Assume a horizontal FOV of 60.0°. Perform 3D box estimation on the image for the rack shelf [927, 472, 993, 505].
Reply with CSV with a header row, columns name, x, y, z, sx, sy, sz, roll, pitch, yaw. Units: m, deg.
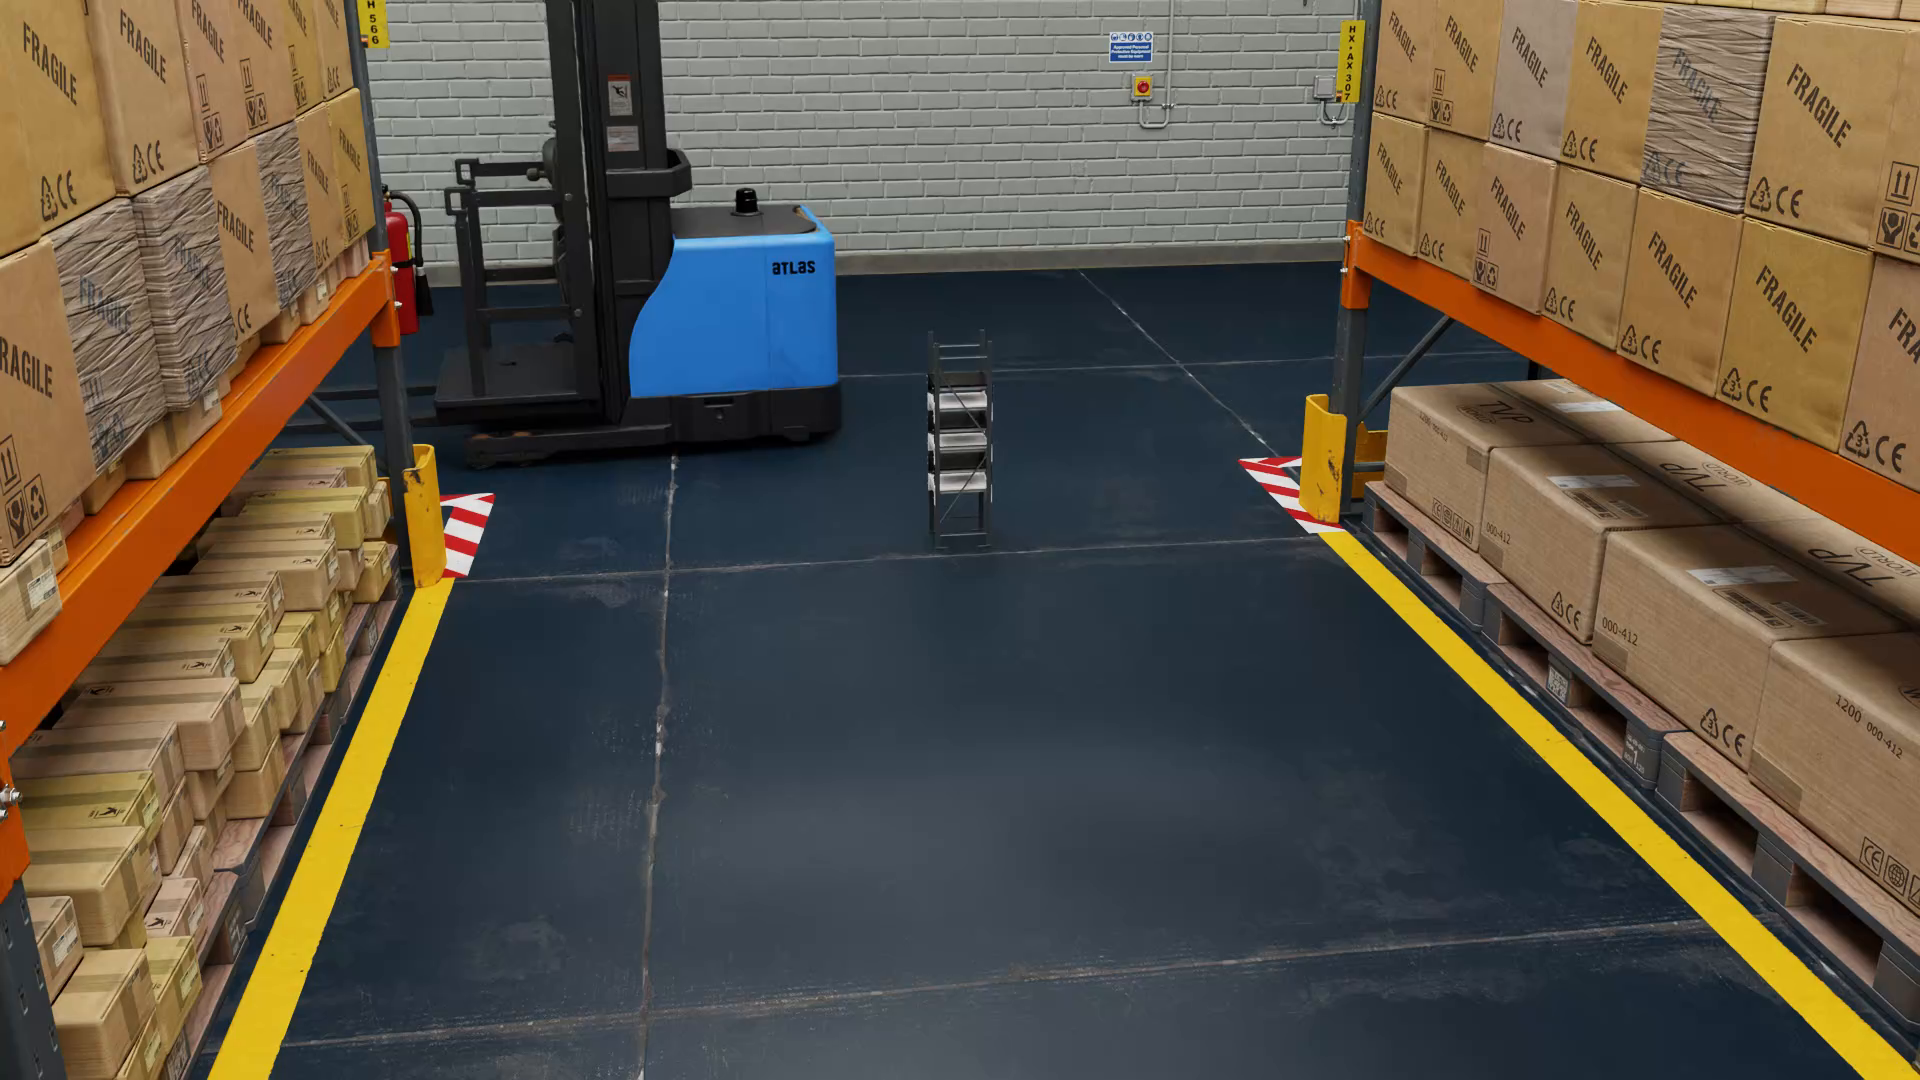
name,x,y,z,sx,sy,sz,roll,pitch,yaw
rack shelf,-0.001,-0.225,7.141,0.258,0.077,0.200,-3,21,-8

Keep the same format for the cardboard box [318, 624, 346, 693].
name,x,y,z,sx,sy,sz,roll,pitch,yaw
cardboard box,-2.204,0.389,5.362,0.380,0.149,0.250,-4,21,-10

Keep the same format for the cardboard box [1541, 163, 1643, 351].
name,x,y,z,sx,sy,sz,roll,pitch,yaw
cardboard box,2.190,-0.899,5.193,0.500,0.500,0.500,-2,21,-6

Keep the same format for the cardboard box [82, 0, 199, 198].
name,x,y,z,sx,sy,sz,roll,pitch,yaw
cardboard box,-2.103,-1.064,3.782,0.500,0.500,0.500,-3,21,-7

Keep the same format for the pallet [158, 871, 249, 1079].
name,x,y,z,sx,sy,sz,roll,pitch,yaw
pallet,-2.279,1.189,3.731,1.003,0.211,1.213,-3,21,-8

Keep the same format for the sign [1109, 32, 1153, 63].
name,x,y,z,sx,sy,sz,roll,pitch,yaw
sign,1.268,-3.653,12.322,0.327,0.218,0.001,-3,21,-8

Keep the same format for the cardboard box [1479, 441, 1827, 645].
name,x,y,z,sx,sy,sz,roll,pitch,yaw
cardboard box,2.495,-0.013,6.025,0.875,0.438,0.875,-2,21,-6

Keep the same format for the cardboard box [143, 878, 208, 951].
name,x,y,z,sx,sy,sz,roll,pitch,yaw
cardboard box,-2.007,0.934,3.902,0.380,0.149,0.250,-3,21,-8

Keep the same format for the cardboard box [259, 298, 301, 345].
name,x,y,z,sx,sy,sz,roll,pitch,yaw
cardboard box,-2.278,-0.701,5.165,0.380,0.149,0.250,-4,21,-10

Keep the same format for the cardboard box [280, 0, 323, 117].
name,x,y,z,sx,sy,sz,roll,pitch,yaw
cardboard box,-2.338,-1.605,5.228,0.500,0.500,0.500,-4,21,-10

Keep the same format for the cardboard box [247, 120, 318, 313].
name,x,y,z,sx,sy,sz,roll,pitch,yaw
cardboard box,-2.252,-0.961,4.935,0.500,0.500,0.500,-3,21,-8

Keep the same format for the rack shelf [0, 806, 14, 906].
name,x,y,z,sx,sy,sz,roll,pitch,yaw
rack shelf,-1.859,1.143,0.897,1.077,0.370,4.000,-3,21,-8

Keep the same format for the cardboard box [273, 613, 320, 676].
name,x,y,z,sx,sy,sz,roll,pitch,yaw
cardboard box,-2.182,0.344,5.056,0.380,0.149,0.250,-2,21,-5

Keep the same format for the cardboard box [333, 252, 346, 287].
name,x,y,z,sx,sy,sz,roll,pitch,yaw
cardboard box,-2.398,-0.967,5.878,0.380,0.149,0.250,-3,21,-8

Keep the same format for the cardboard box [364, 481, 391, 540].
name,x,y,z,sx,sy,sz,roll,pitch,yaw
cardboard box,-2.365,-0.104,6.256,0.380,0.149,0.250,-3,21,-9

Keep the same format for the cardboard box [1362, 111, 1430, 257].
name,x,y,z,sx,sy,sz,roll,pitch,yaw
cardboard box,1.945,-1.422,6.594,0.500,0.500,0.500,-3,21,-8

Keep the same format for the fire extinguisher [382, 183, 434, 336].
name,x,y,z,sx,sy,sz,roll,pitch,yaw
fire extinguisher,-2.303,-1.171,6.708,0.296,0.674,0.183,-3,21,-8

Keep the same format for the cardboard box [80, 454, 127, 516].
name,x,y,z,sx,sy,sz,roll,pitch,yaw
cardboard box,-2.099,-0.153,3.698,0.380,0.149,0.250,-4,21,-10

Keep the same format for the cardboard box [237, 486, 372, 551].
name,x,y,z,sx,sy,sz,roll,pitch,yaw
cardboard box,-2.254,-0.068,5.734,0.380,0.149,0.250,-3,21,-9

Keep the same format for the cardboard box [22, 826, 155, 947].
name,x,y,z,sx,sy,sz,roll,pitch,yaw
cardboard box,-1.973,0.745,3.557,0.380,0.149,0.250,-2,21,-5

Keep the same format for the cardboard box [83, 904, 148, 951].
name,x,y,z,sx,sy,sz,roll,pitch,yaw
cardboard box,-2.008,0.888,3.600,0.380,0.149,0.250,-3,21,-7

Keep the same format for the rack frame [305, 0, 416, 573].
name,x,y,z,sx,sy,sz,roll,pitch,yaw
rack frame,-2.724,-1.271,6.333,1.000,3.000,0.127,-3,21,-8

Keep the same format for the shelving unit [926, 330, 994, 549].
name,x,y,z,sx,sy,sz,roll,pitch,yaw
shelving unit,-0.001,-0.424,7.066,0.258,0.900,0.210,-3,21,-8

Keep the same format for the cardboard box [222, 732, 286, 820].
name,x,y,z,sx,sy,sz,roll,pitch,yaw
cardboard box,-2.109,0.663,4.629,0.380,0.149,0.250,-3,21,-9

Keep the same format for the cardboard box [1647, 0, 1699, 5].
name,x,y,z,sx,sy,sz,roll,pitch,yaw
cardboard box,2.205,-1.611,4.743,0.380,0.149,0.250,-3,21,-8

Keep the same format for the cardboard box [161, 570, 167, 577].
name,x,y,z,sx,sy,sz,roll,pitch,yaw
cardboard box,-2.798,0.052,5.414,0.380,0.149,0.250,-4,21,-10

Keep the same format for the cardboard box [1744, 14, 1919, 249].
name,x,y,z,sx,sy,sz,roll,pitch,yaw
cardboard box,2.330,-1.012,4.067,0.500,0.500,0.500,-3,21,-9

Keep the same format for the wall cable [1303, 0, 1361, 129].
name,x,y,z,sx,sy,sz,roll,pitch,yaw
wall cable,2.726,-4.059,12.344,0.588,1.984,0.122,-3,21,-8

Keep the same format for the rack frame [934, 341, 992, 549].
name,x,y,z,sx,sy,sz,roll,pitch,yaw
rack frame,0.014,-0.389,6.972,0.240,0.900,0.006,-3,21,-8

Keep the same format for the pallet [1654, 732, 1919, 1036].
name,x,y,z,sx,sy,sz,roll,pitch,yaw
pallet,2.705,0.868,4.591,1.003,0.211,1.213,-3,21,-8

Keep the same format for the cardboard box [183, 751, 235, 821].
name,x,y,z,sx,sy,sz,roll,pitch,yaw
cardboard box,-2.131,0.616,4.330,0.380,0.149,0.250,-2,21,-5

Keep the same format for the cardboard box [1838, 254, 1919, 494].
name,x,y,z,sx,sy,sz,roll,pitch,yaw
cardboard box,2.417,-0.366,3.765,0.500,0.500,0.500,-3,21,-7

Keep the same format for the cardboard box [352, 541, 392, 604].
name,x,y,z,sx,sy,sz,roll,pitch,yaw
cardboard box,-2.304,0.123,6.074,0.380,0.149,0.250,-2,21,-6

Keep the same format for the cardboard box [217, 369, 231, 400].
name,x,y,z,sx,sy,sz,roll,pitch,yaw
cardboard box,-2.186,-0.427,4.432,0.380,0.149,0.250,-2,21,-6

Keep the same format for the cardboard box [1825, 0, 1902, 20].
name,x,y,z,sx,sy,sz,roll,pitch,yaw
cardboard box,2.366,-1.351,4.048,0.380,0.149,0.250,-3,21,-8

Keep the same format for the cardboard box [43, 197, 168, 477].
name,x,y,z,sx,sy,sz,roll,pitch,yaw
cardboard box,-2.047,-0.428,3.507,0.500,0.500,0.500,-3,21,-8

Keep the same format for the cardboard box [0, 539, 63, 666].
name,x,y,z,sx,sy,sz,roll,pitch,yaw
cardboard box,-1.864,0.117,2.976,0.380,0.149,0.250,-2,21,-6

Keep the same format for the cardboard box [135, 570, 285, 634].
name,x,y,z,sx,sy,sz,roll,pitch,yaw
cardboard box,-2.257,0.212,4.985,0.380,0.149,0.250,-4,21,-10

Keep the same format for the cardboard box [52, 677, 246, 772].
name,x,y,z,sx,sy,sz,roll,pitch,yaw
cardboard box,-2.074,0.479,4.271,0.380,0.149,0.250,-2,21,-7

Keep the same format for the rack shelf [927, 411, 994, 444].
name,x,y,z,sx,sy,sz,roll,pitch,yaw
rack shelf,-0.001,-0.477,7.046,0.258,0.077,0.200,-3,21,-8

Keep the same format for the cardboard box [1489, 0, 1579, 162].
name,x,y,z,sx,sy,sz,roll,pitch,yaw
cardboard box,2.111,-1.534,5.465,0.500,0.500,0.500,-3,21,-8

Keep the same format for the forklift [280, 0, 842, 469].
name,x,y,z,sx,sy,sz,roll,pitch,yaw
forklift,-2.182,-1.924,8.180,3.031,2.935,1.130,-5,21,-12
